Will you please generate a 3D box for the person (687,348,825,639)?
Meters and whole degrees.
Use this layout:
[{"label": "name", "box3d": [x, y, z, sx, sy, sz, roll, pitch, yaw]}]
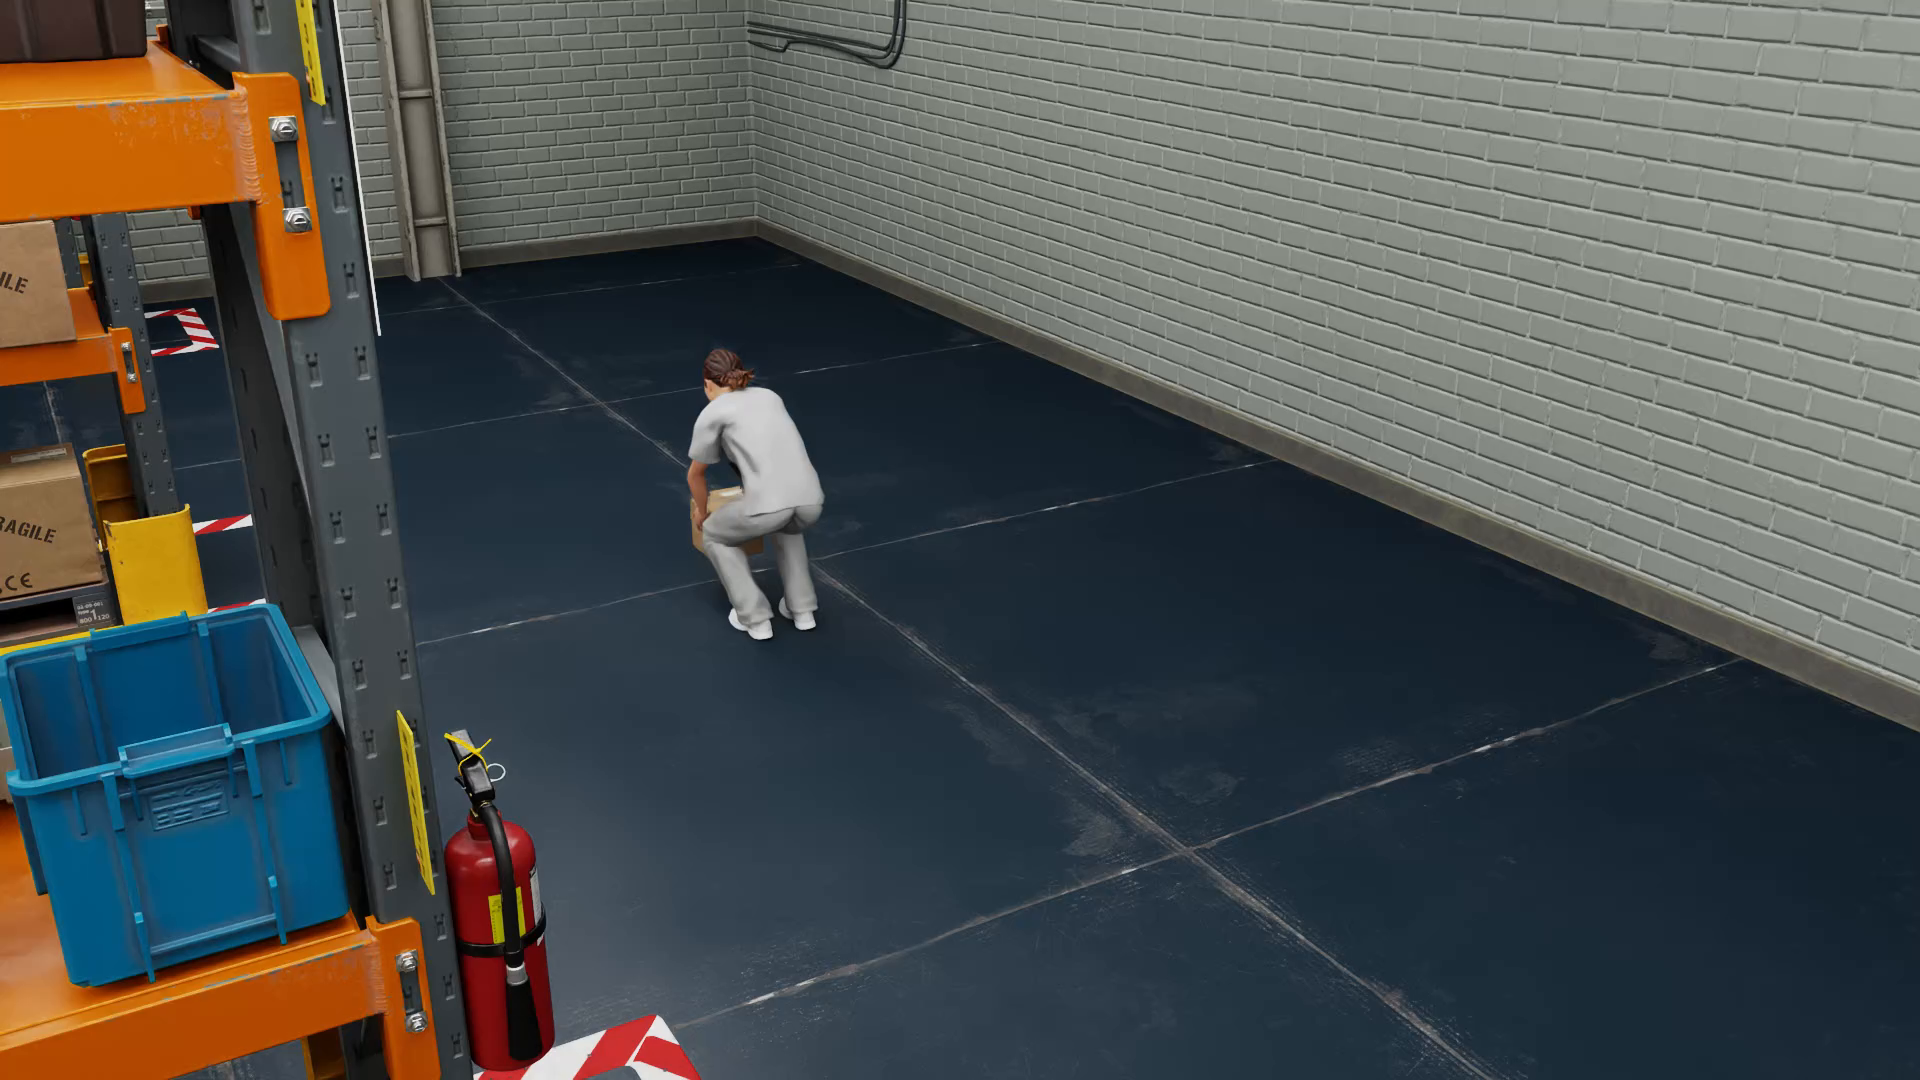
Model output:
[{"label": "person", "box3d": [-0.895, -0.192, 7.222, 0.496, 1.194, 0.725, -12, 25, -28]}]
